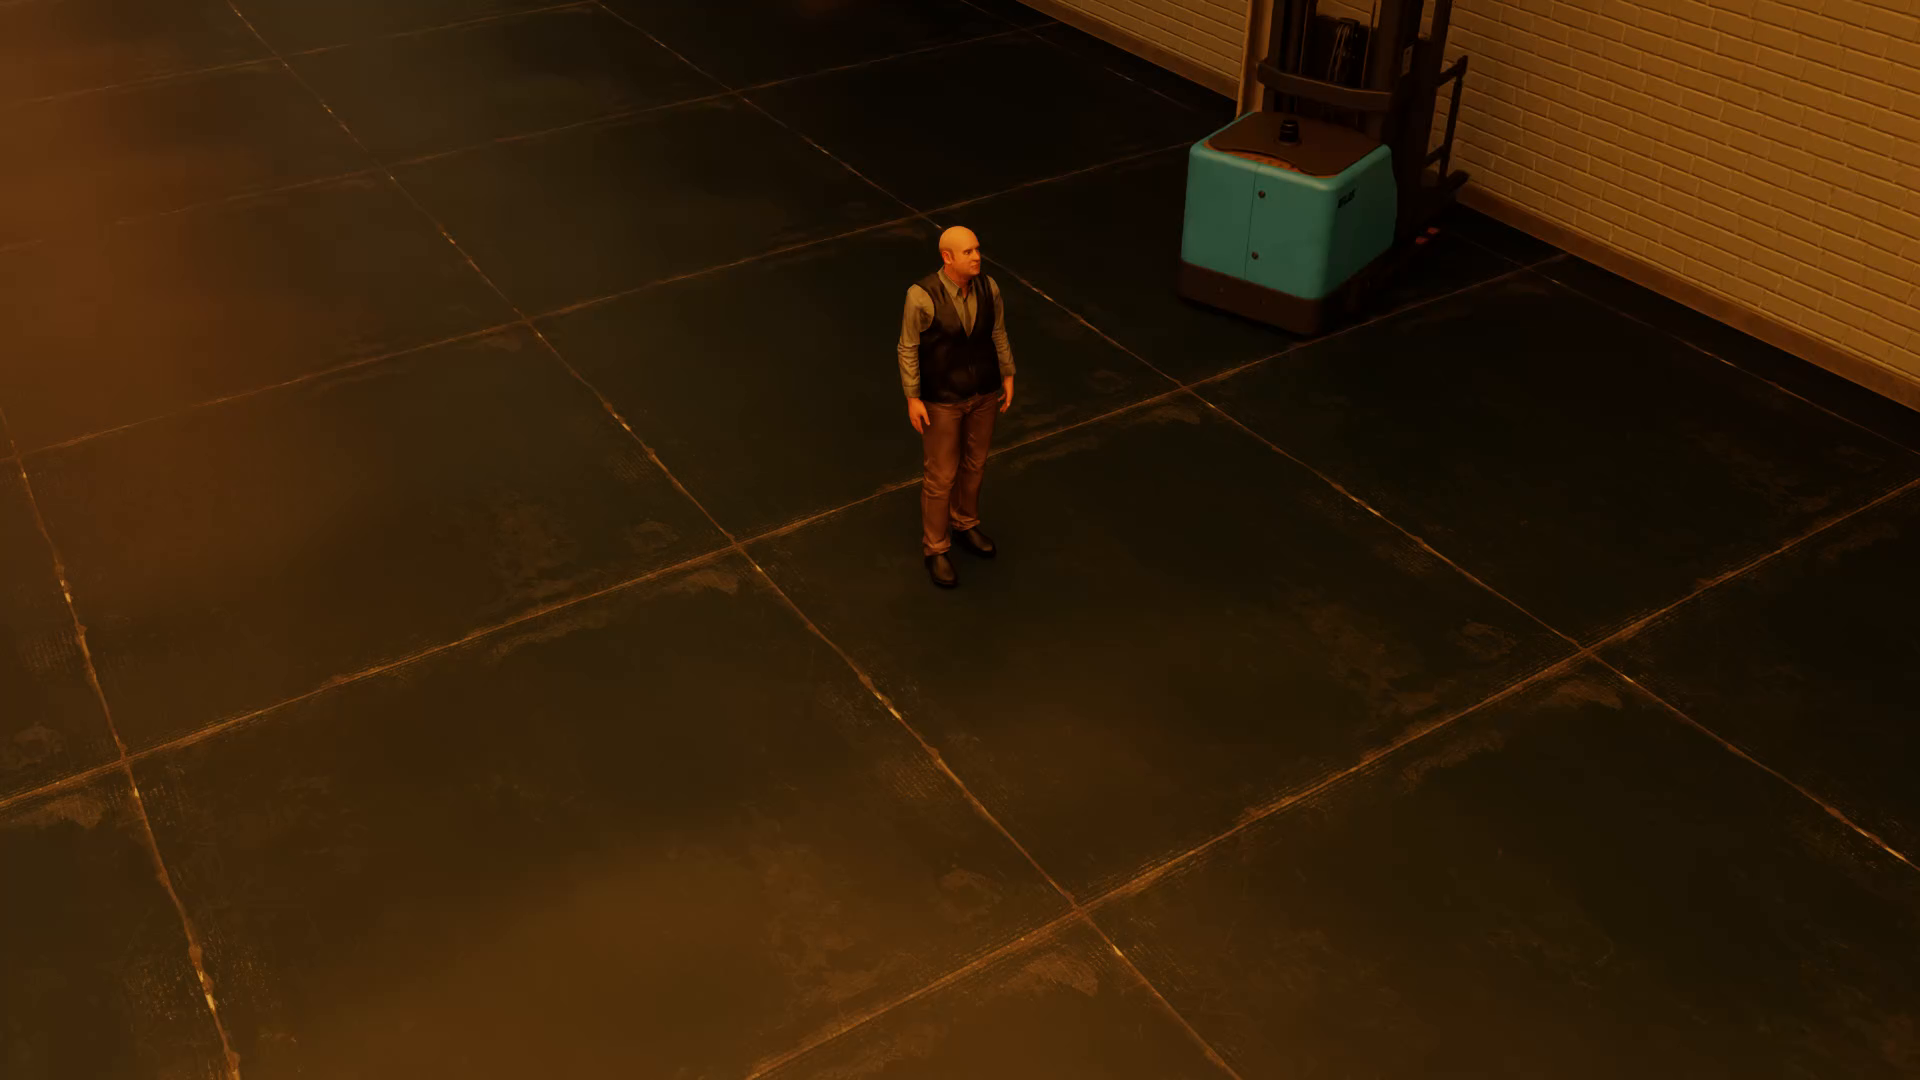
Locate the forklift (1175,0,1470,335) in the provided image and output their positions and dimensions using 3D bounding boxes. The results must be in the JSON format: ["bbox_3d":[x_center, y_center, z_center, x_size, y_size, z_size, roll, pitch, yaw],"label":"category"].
[{"bbox_3d":[2.711,-3.267,10.798,1.130,2.935,3.031,24,42,30],"label":"forklift"}]

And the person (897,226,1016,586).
[{"bbox_3d":[0.028,-0.678,8.151,0.634,1.722,0.566,-21,40,-27],"label":"person"}]
